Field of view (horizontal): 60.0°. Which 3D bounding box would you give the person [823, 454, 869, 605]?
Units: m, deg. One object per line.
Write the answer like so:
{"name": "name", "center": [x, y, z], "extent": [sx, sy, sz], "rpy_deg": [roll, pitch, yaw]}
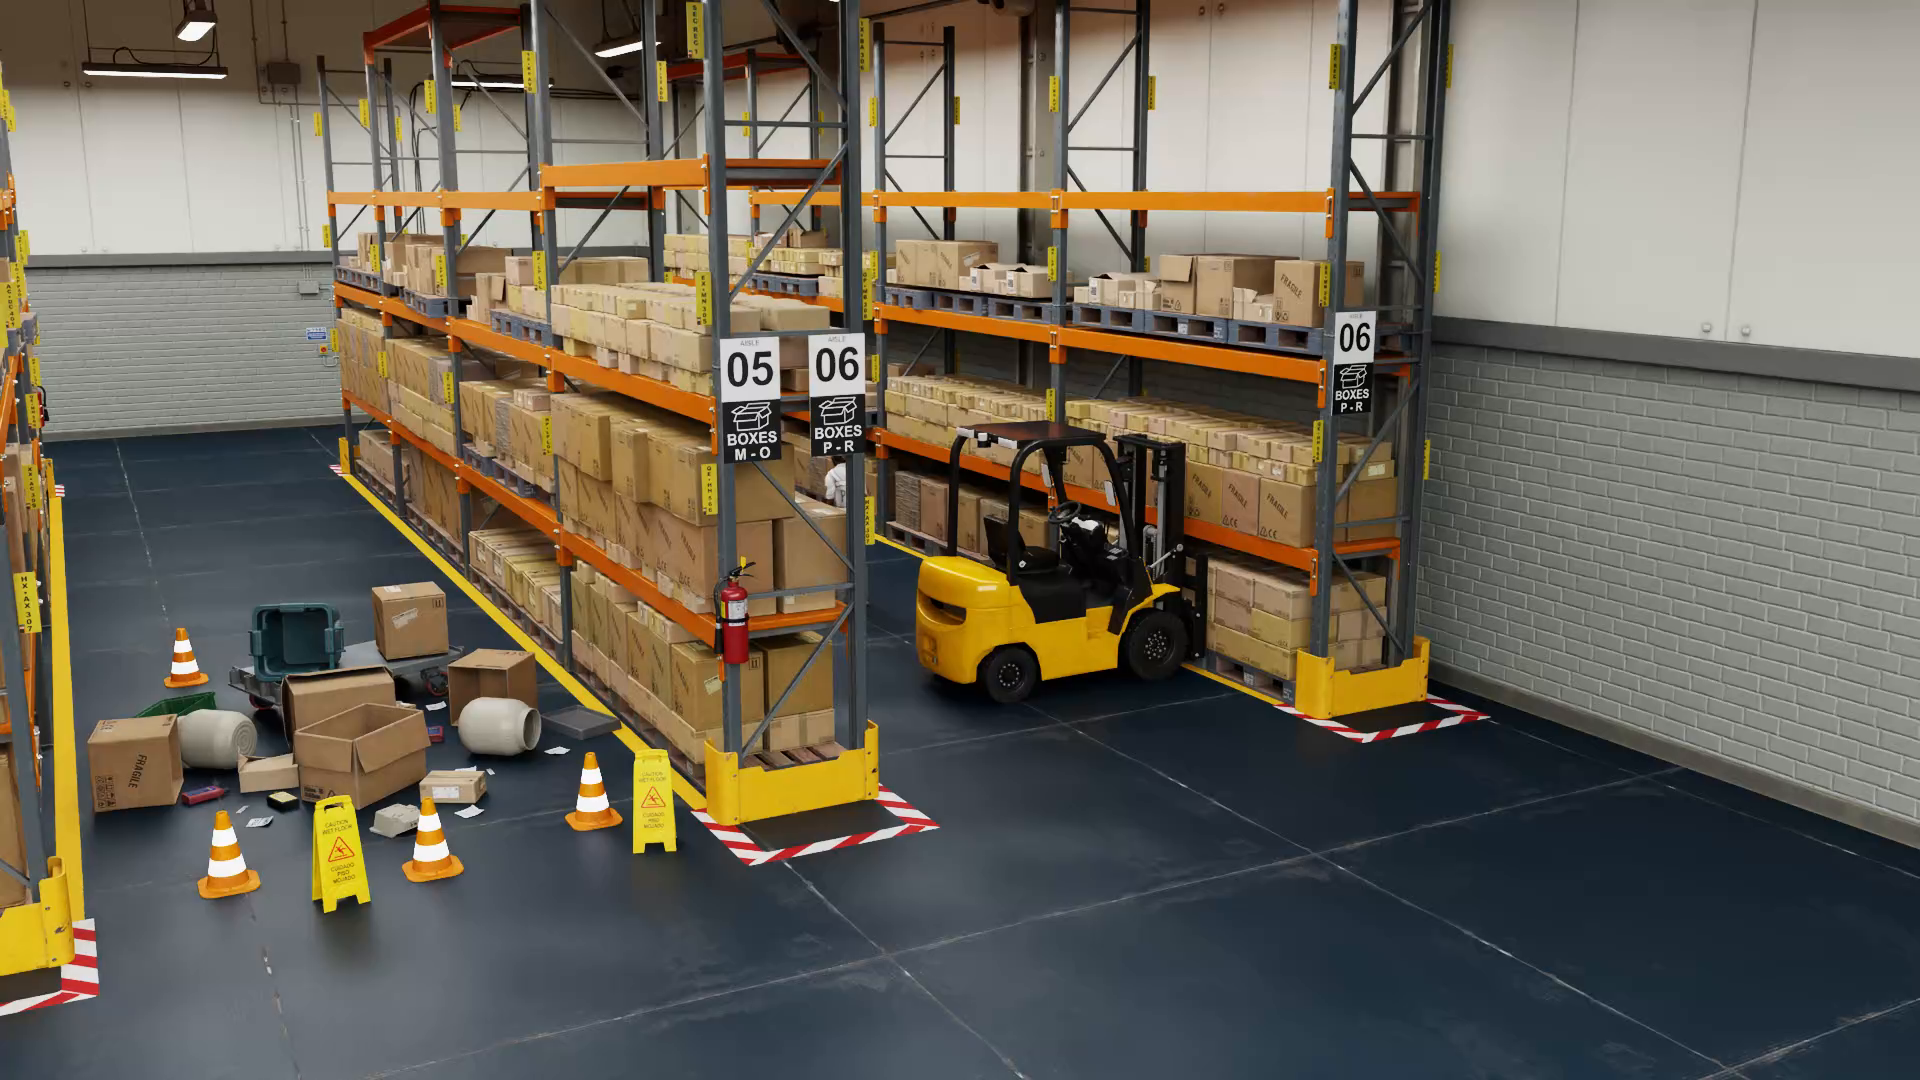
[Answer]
{"name": "person", "center": [-1.151, -0.151, 16.677], "extent": [0.531, 1.661, 0.427], "rpy_deg": [-7, 14, -31]}
